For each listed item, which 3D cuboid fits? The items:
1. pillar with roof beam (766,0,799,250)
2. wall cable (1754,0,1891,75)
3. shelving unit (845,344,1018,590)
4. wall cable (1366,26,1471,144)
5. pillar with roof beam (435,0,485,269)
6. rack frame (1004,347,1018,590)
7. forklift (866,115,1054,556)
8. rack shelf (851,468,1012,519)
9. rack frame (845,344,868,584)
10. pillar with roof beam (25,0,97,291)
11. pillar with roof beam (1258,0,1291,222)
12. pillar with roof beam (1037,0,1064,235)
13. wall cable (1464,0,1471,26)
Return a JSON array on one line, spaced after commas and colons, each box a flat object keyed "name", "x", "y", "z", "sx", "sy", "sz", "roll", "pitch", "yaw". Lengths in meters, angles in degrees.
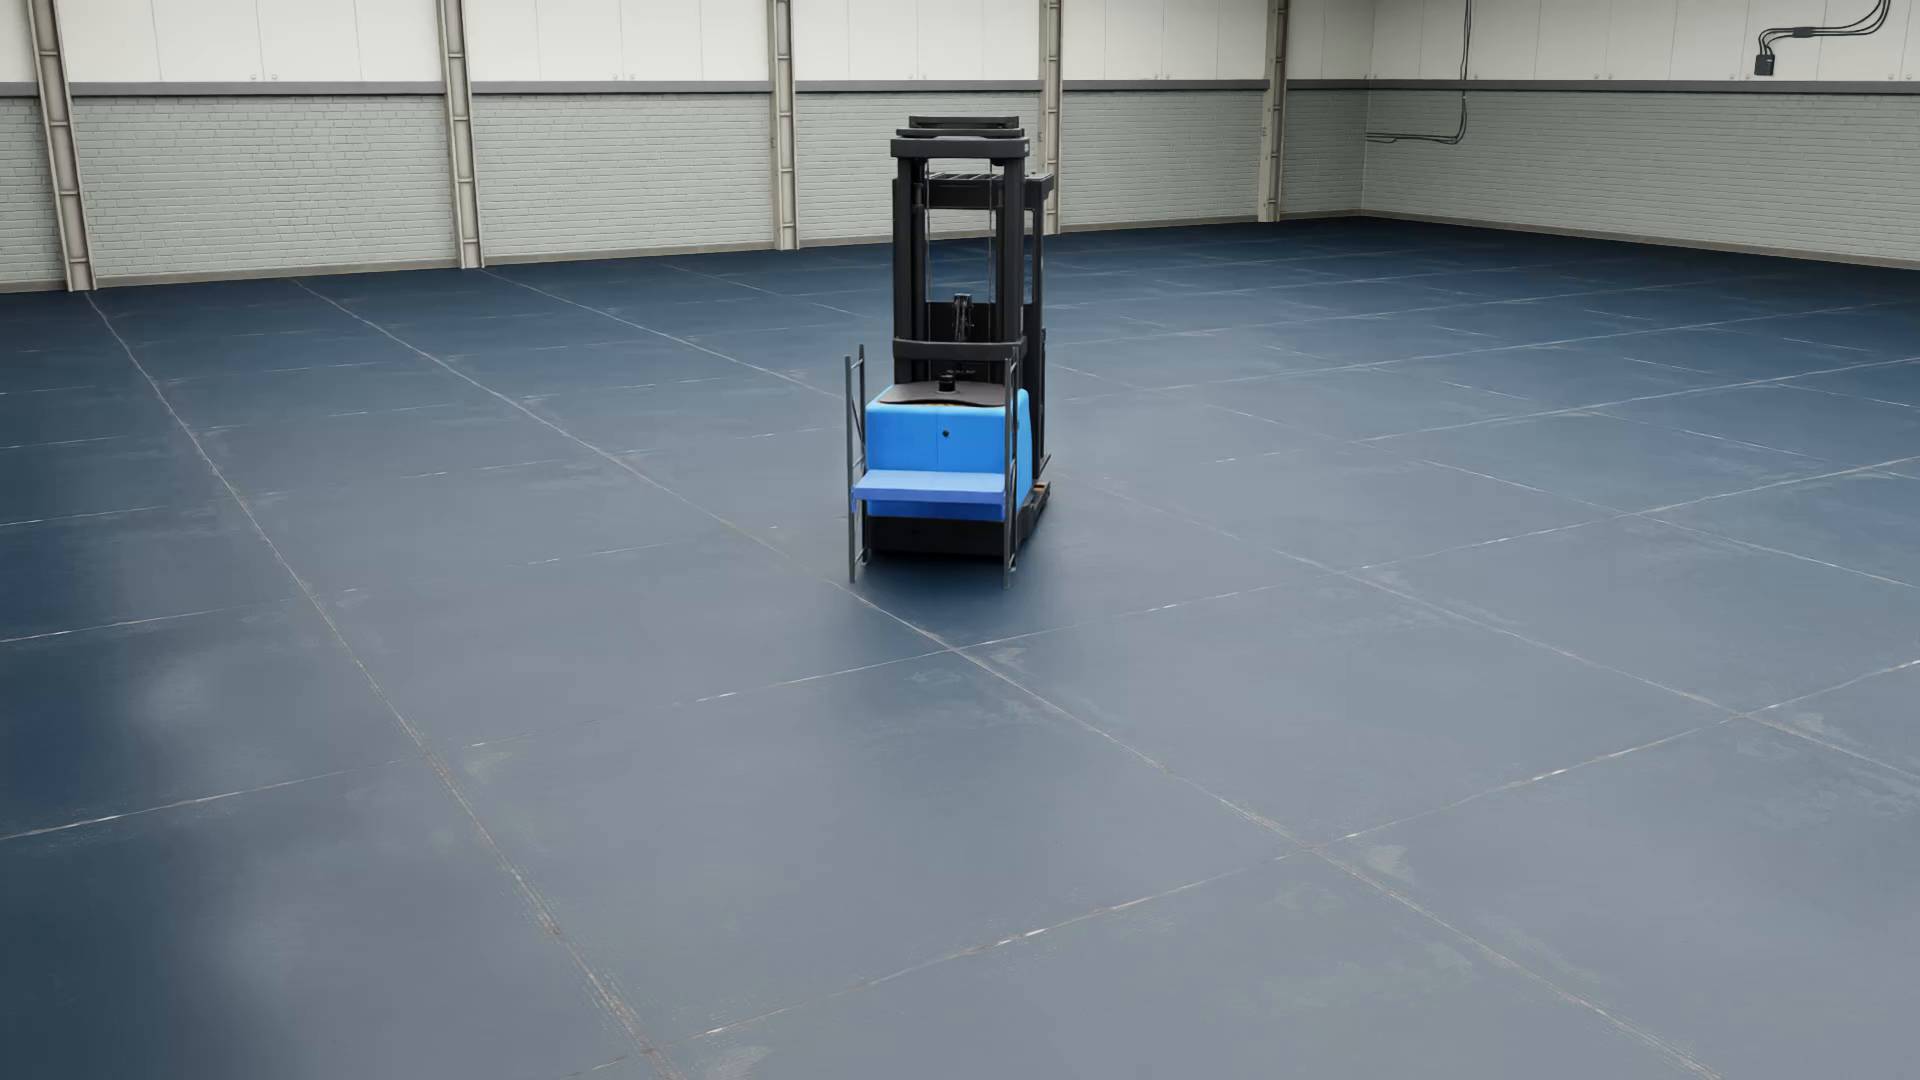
[{"name": "pillar with roof beam", "x": -1.087, "y": -8.884, "z": 26.930, "sx": 0.400, "sy": 9.000, "sz": 9.100, "roll": -9, "pitch": 18, "yaw": -30}, {"name": "wall cable", "x": 15.064, "y": -11.090, "z": 28.500, "sx": 0.169, "sy": 6.003, "sz": 2.305, "roll": -9, "pitch": 18, "yaw": -30}, {"name": "shelving unit", "x": -0.173, "y": -0.486, "z": 10.864, "sx": 1.048, "sy": 1.500, "sz": 0.538, "roll": 2, "pitch": 16, "yaw": 7}, {"name": "wall cable", "x": 10.188, "y": -10.156, "z": 37.222, "sx": 0.112, "sy": 2.526, "sz": 3.097, "roll": -9, "pitch": 18, "yaw": -30}, {"name": "pillar with roof beam", "x": -6.230, "y": -8.050, "z": 23.954, "sx": 0.400, "sy": 9.000, "sz": 9.100, "roll": -9, "pitch": 18, "yaw": -30}, {"name": "rack frame", "x": 0.331, "y": -0.467, "z": 10.799, "sx": 0.032, "sy": 1.500, "sz": 0.500, "roll": 2, "pitch": 16, "yaw": 7}, {"name": "forklift", "x": 0.098, "y": -1.657, "z": 12.390, "sx": 1.130, "sy": 2.935, "sz": 3.031, "roll": 3, "pitch": 16, "yaw": 9}, {"name": "rack shelf", "x": -0.173, "y": -0.313, "z": 10.912, "sx": 1.000, "sy": 0.185, "sz": 0.538, "roll": 2, "pitch": 16, "yaw": 7}, {"name": "rack frame", "x": -0.677, "y": -0.504, "z": 10.929, "sx": 0.032, "sy": 1.500, "sz": 0.500, "roll": 2, "pitch": 16, "yaw": 7}, {"name": "pillar with roof beam", "x": -11.374, "y": -7.216, "z": 20.979, "sx": 0.400, "sy": 9.000, "sz": 9.100, "roll": -9, "pitch": 18, "yaw": -30}, {"name": "pillar with roof beam", "x": 9.199, "y": -10.552, "z": 32.880, "sx": 0.400, "sy": 9.000, "sz": 9.100, "roll": -9, "pitch": 18, "yaw": -30}, {"name": "pillar with roof beam", "x": 4.056, "y": -9.718, "z": 29.905, "sx": 0.400, "sy": 9.000, "sz": 9.100, "roll": -9, "pitch": 18, "yaw": -30}, {"name": "wall cable", "x": 11.581, "y": -11.962, "z": 34.307, "sx": 0.112, "sy": 2.526, "sz": 3.097, "roll": -9, "pitch": 18, "yaw": -30}]
